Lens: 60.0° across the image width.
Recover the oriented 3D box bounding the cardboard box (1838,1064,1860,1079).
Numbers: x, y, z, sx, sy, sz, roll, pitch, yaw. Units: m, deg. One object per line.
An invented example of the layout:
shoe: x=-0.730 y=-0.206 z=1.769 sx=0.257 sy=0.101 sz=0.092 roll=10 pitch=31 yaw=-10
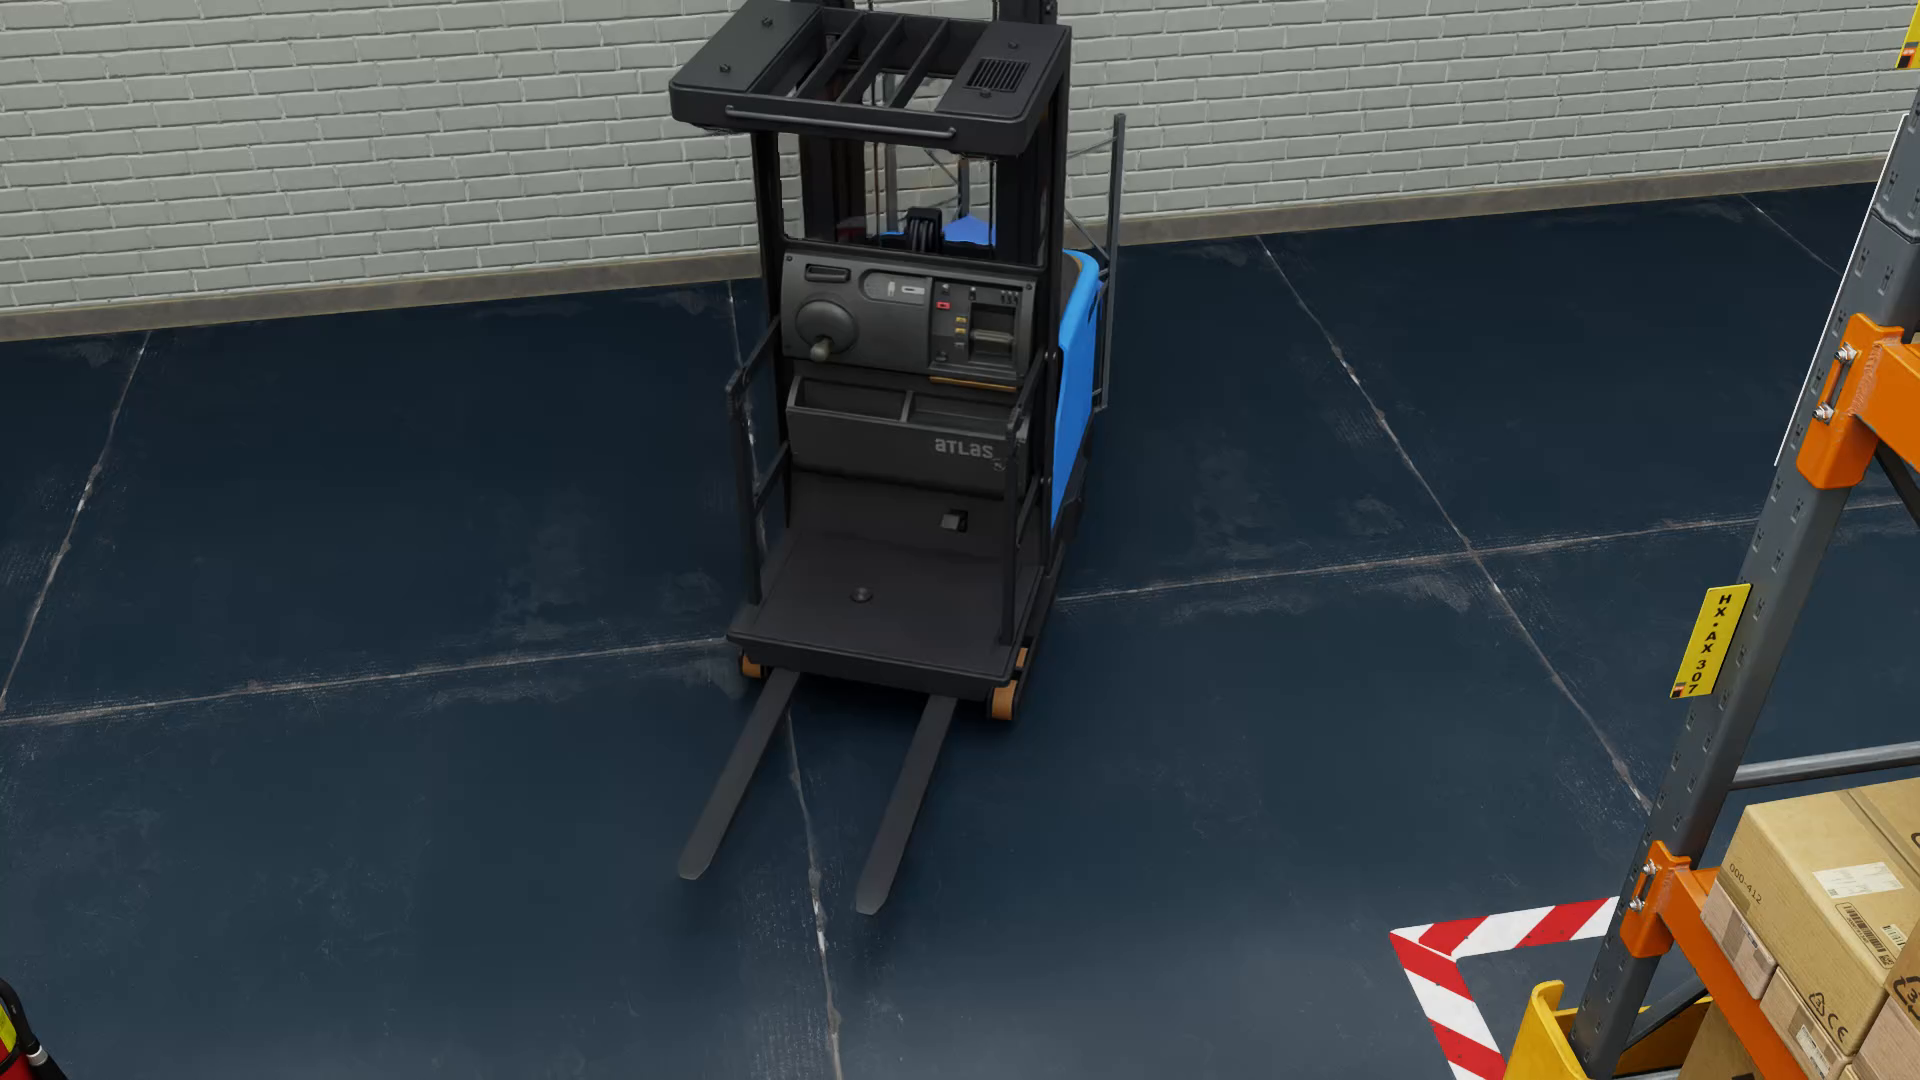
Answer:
cardboard box: x=2.061 y=1.206 z=3.457 sx=0.380 sy=0.149 sz=0.250 roll=-7 pitch=38 yaw=-9

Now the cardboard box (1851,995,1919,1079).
cardboard box: x=2.148 y=1.122 z=3.241 sx=0.500 sy=0.250 sz=0.500 roll=-7 pitch=38 yaw=-9

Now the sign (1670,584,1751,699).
sign: x=1.685 y=0.231 z=3.738 sx=0.100 sy=0.325 sz=0.005 roll=-6 pitch=38 yaw=-8

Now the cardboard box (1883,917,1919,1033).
cardboard box: x=2.138 y=0.814 z=3.025 sx=0.500 sy=0.500 sz=0.500 roll=-7 pitch=38 yaw=-9

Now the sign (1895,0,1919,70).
sign: x=1.685 y=-0.957 z=2.815 sx=0.100 sy=0.325 sz=0.005 roll=-6 pitch=38 yaw=-8

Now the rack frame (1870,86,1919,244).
rack frame: x=2.232 y=-1.821 z=2.260 sx=1.000 sy=3.000 sz=0.127 roll=-6 pitch=38 yaw=-8

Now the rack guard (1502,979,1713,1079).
rack guard: x=2.228 y=1.520 z=4.886 sx=1.175 sy=0.500 sz=0.348 roll=-6 pitch=38 yaw=-8

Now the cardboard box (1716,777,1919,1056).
cardboard box: x=2.050 y=0.808 z=3.644 sx=0.500 sy=0.250 sz=0.500 roll=-7 pitch=38 yaw=-9

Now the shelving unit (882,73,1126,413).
shelving unit: x=0.182 y=-1.381 z=7.805 sx=0.538 sy=1.500 sz=1.048 roll=-28 pitch=46 yaw=-32

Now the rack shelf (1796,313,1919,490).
rack shelf: x=2.583 y=0.855 z=1.846 sx=1.077 sy=0.370 sz=4.000 roll=-6 pitch=38 yaw=-8

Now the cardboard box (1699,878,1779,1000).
cardboard box: x=1.970 y=0.897 z=3.855 sx=0.380 sy=0.149 sz=0.250 roll=-6 pitch=38 yaw=-7

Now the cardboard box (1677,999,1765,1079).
cardboard box: x=2.423 y=1.599 z=4.137 sx=0.875 sy=0.875 sz=0.875 roll=-6 pitch=38 yaw=-8

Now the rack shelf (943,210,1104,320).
rack shelf: x=0.182 y=-1.239 z=7.915 sx=0.538 sy=0.185 sz=1.000 roll=-28 pitch=46 yaw=-32

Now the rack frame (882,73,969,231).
rack frame: x=-0.155 y=-1.614 z=8.105 sx=0.500 sy=1.500 sz=0.032 roll=-28 pitch=46 yaw=-32

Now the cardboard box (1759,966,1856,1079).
cardboard box: x=2.016 y=1.052 z=3.656 sx=0.380 sy=0.149 sz=0.250 roll=-7 pitch=38 yaw=-9

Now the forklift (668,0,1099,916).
forklift: x=-0.241 y=-0.727 z=5.796 sx=1.130 sy=2.935 sz=3.031 roll=9 pitch=39 yaw=11

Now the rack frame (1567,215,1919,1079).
rack frame: x=2.232 y=0.548 z=4.100 sx=1.000 sy=3.000 sz=0.127 roll=-6 pitch=38 yaw=-8

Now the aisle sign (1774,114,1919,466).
aisle sign: x=1.924 y=-0.490 z=3.317 sx=0.394 sy=0.787 sz=0.004 roll=-6 pitch=38 yaw=-8

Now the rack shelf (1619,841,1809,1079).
rack shelf: x=2.583 y=2.040 z=2.766 sx=1.077 sy=0.370 sz=4.000 roll=-6 pitch=38 yaw=-8

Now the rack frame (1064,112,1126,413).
rack frame: x=0.518 y=-1.147 z=7.504 sx=0.500 sy=1.500 sz=0.032 roll=-28 pitch=46 yaw=-32
